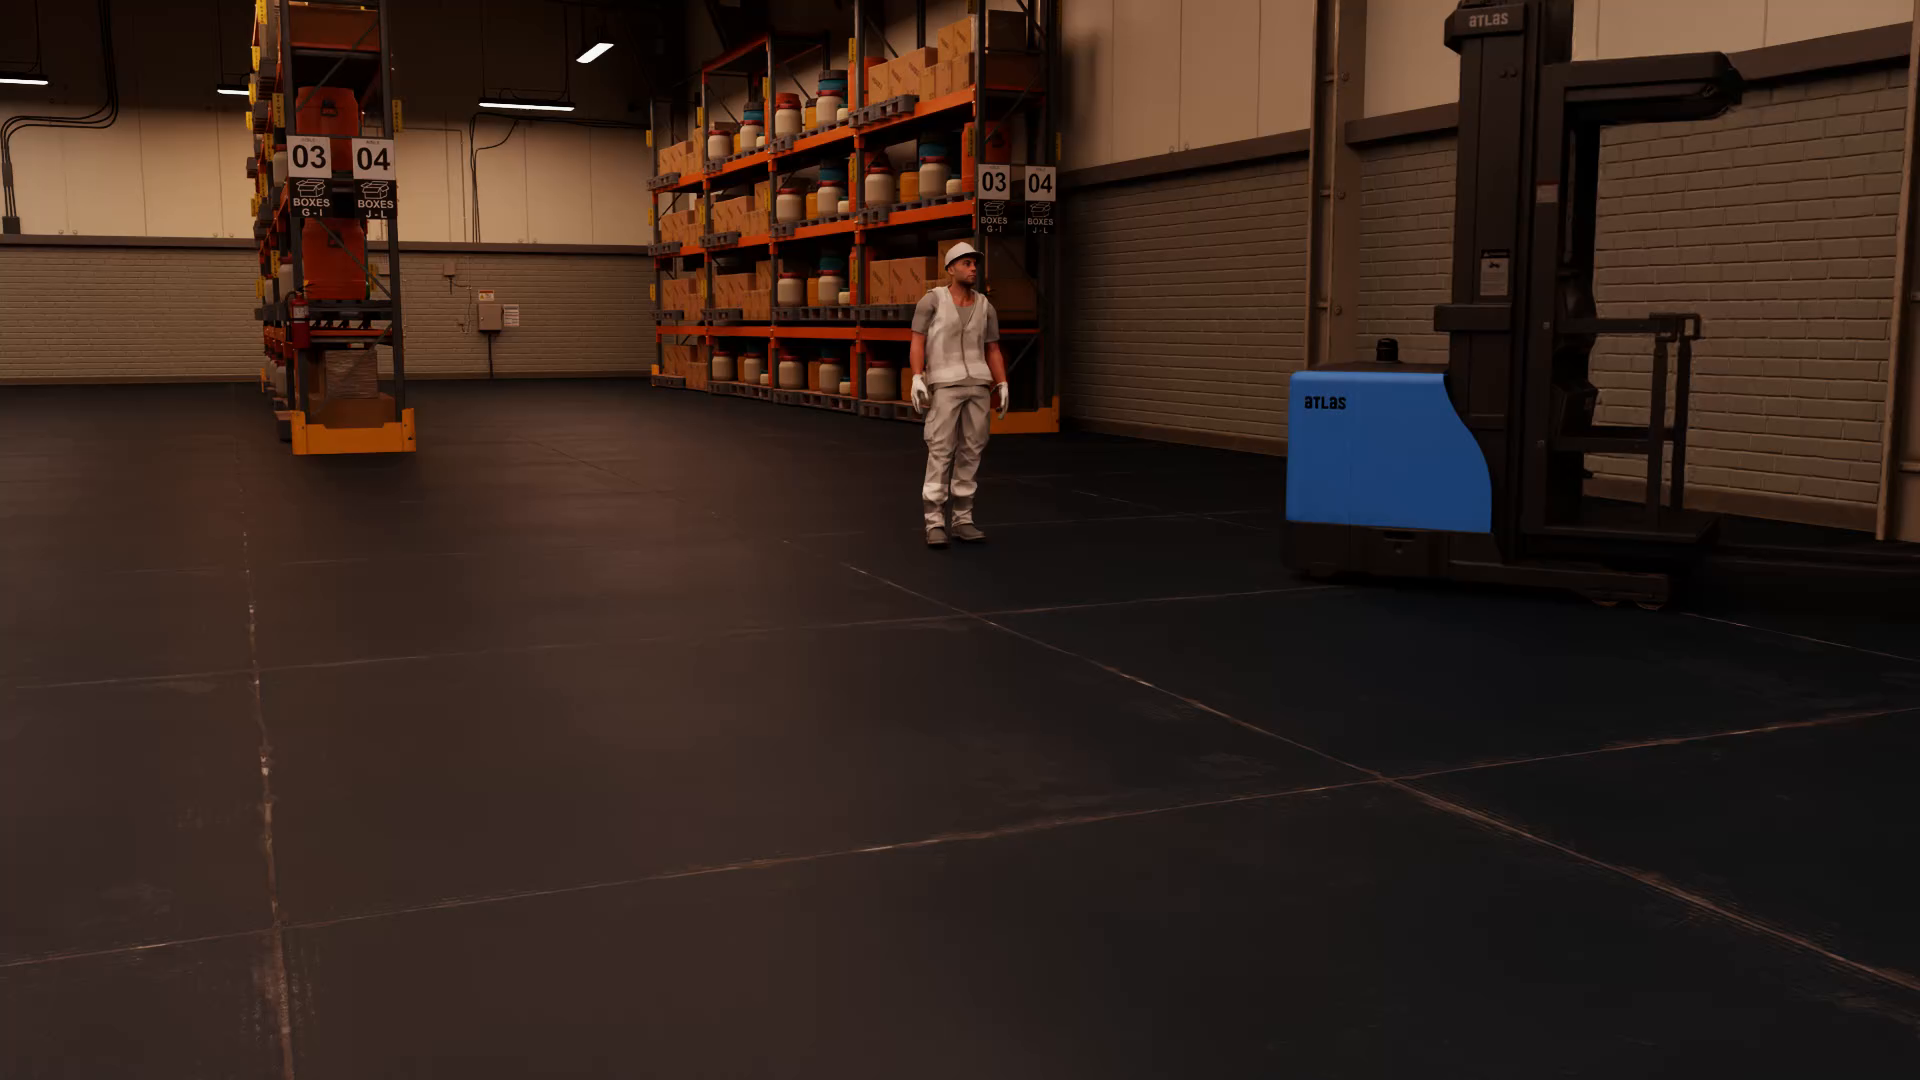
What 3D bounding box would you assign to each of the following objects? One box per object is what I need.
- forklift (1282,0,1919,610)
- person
[{"bbox_3d":[3.205,-1.207,8.098,3.031,2.935,1.130,4,9,29],"label":"forklift"},{"bbox_3d":[0.020,-0.884,9.958,0.637,1.787,0.564,-3,8,-23],"label":"person"}]
